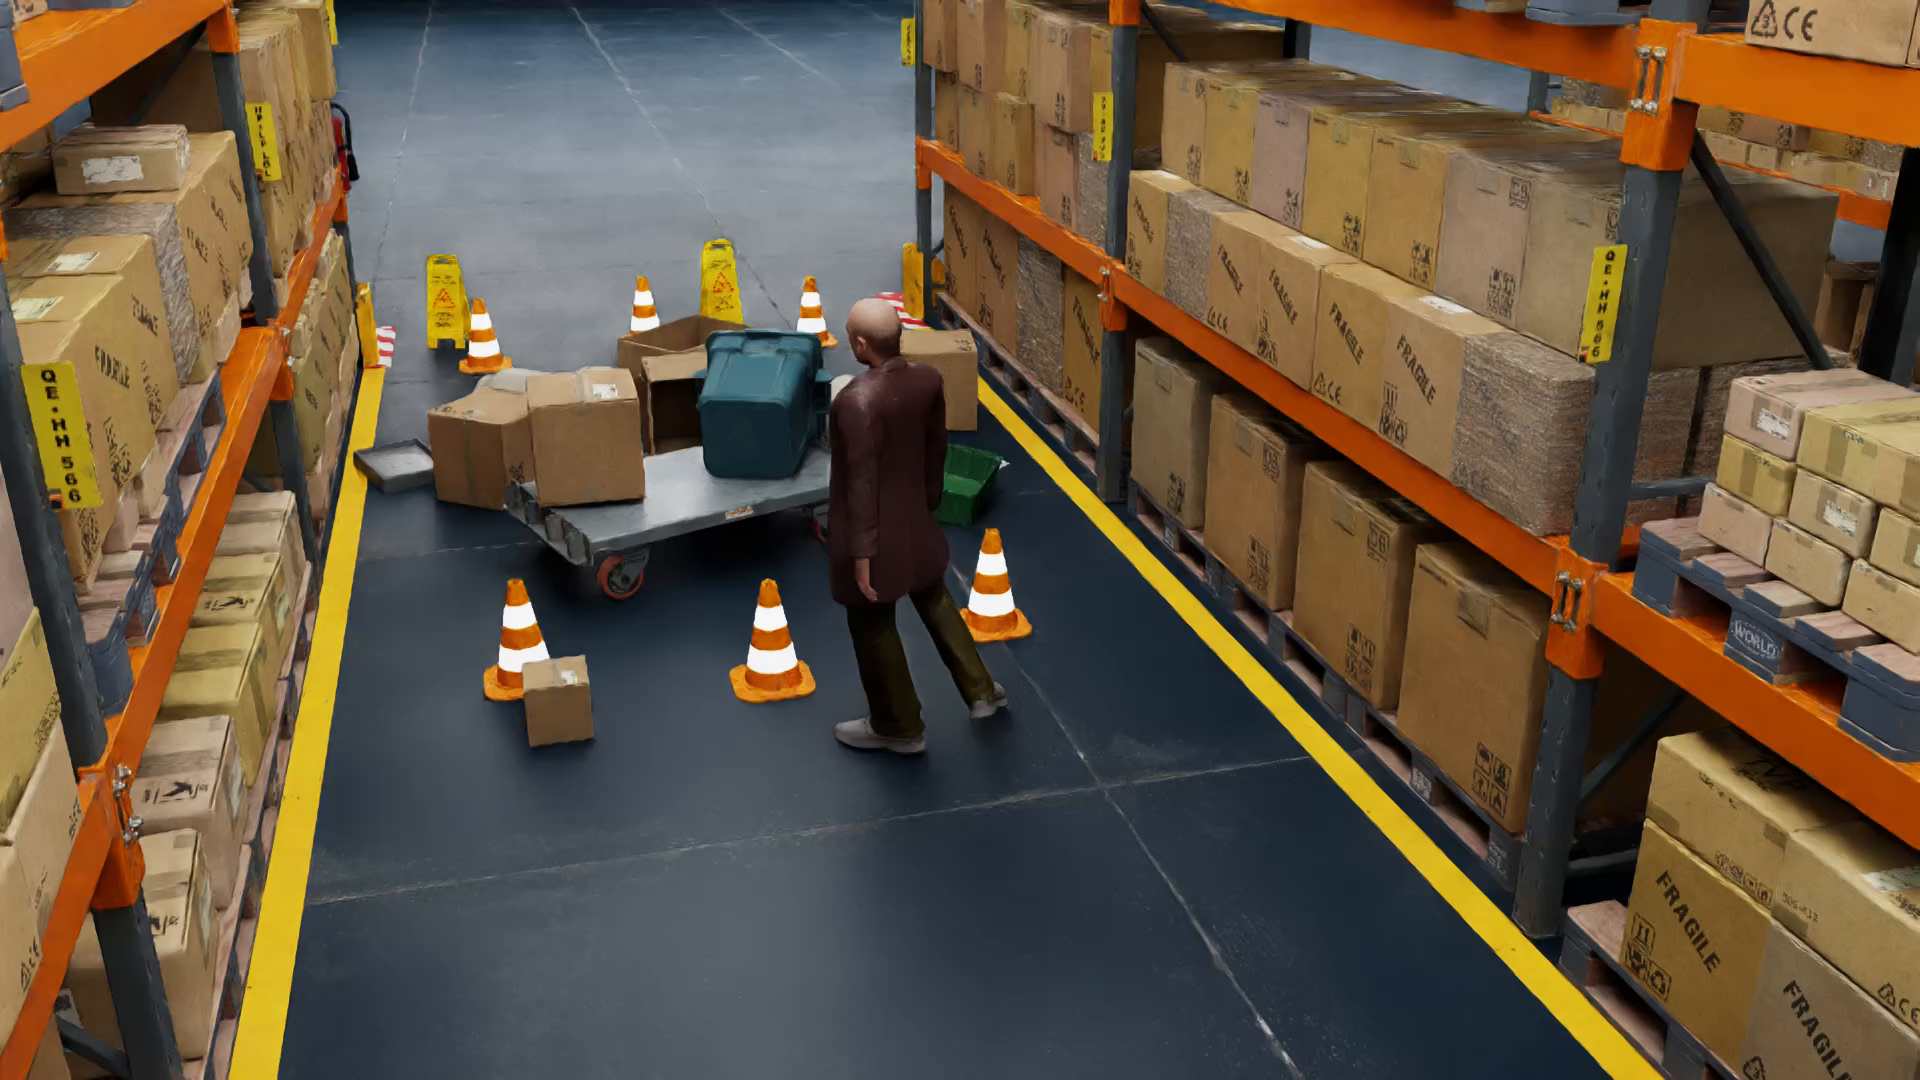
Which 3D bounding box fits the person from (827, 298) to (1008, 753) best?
[{"bbox_3d":[-0.148,-0.047,6.214,0.517,1.770,0.793,18,28,36],"label":"person"}]
